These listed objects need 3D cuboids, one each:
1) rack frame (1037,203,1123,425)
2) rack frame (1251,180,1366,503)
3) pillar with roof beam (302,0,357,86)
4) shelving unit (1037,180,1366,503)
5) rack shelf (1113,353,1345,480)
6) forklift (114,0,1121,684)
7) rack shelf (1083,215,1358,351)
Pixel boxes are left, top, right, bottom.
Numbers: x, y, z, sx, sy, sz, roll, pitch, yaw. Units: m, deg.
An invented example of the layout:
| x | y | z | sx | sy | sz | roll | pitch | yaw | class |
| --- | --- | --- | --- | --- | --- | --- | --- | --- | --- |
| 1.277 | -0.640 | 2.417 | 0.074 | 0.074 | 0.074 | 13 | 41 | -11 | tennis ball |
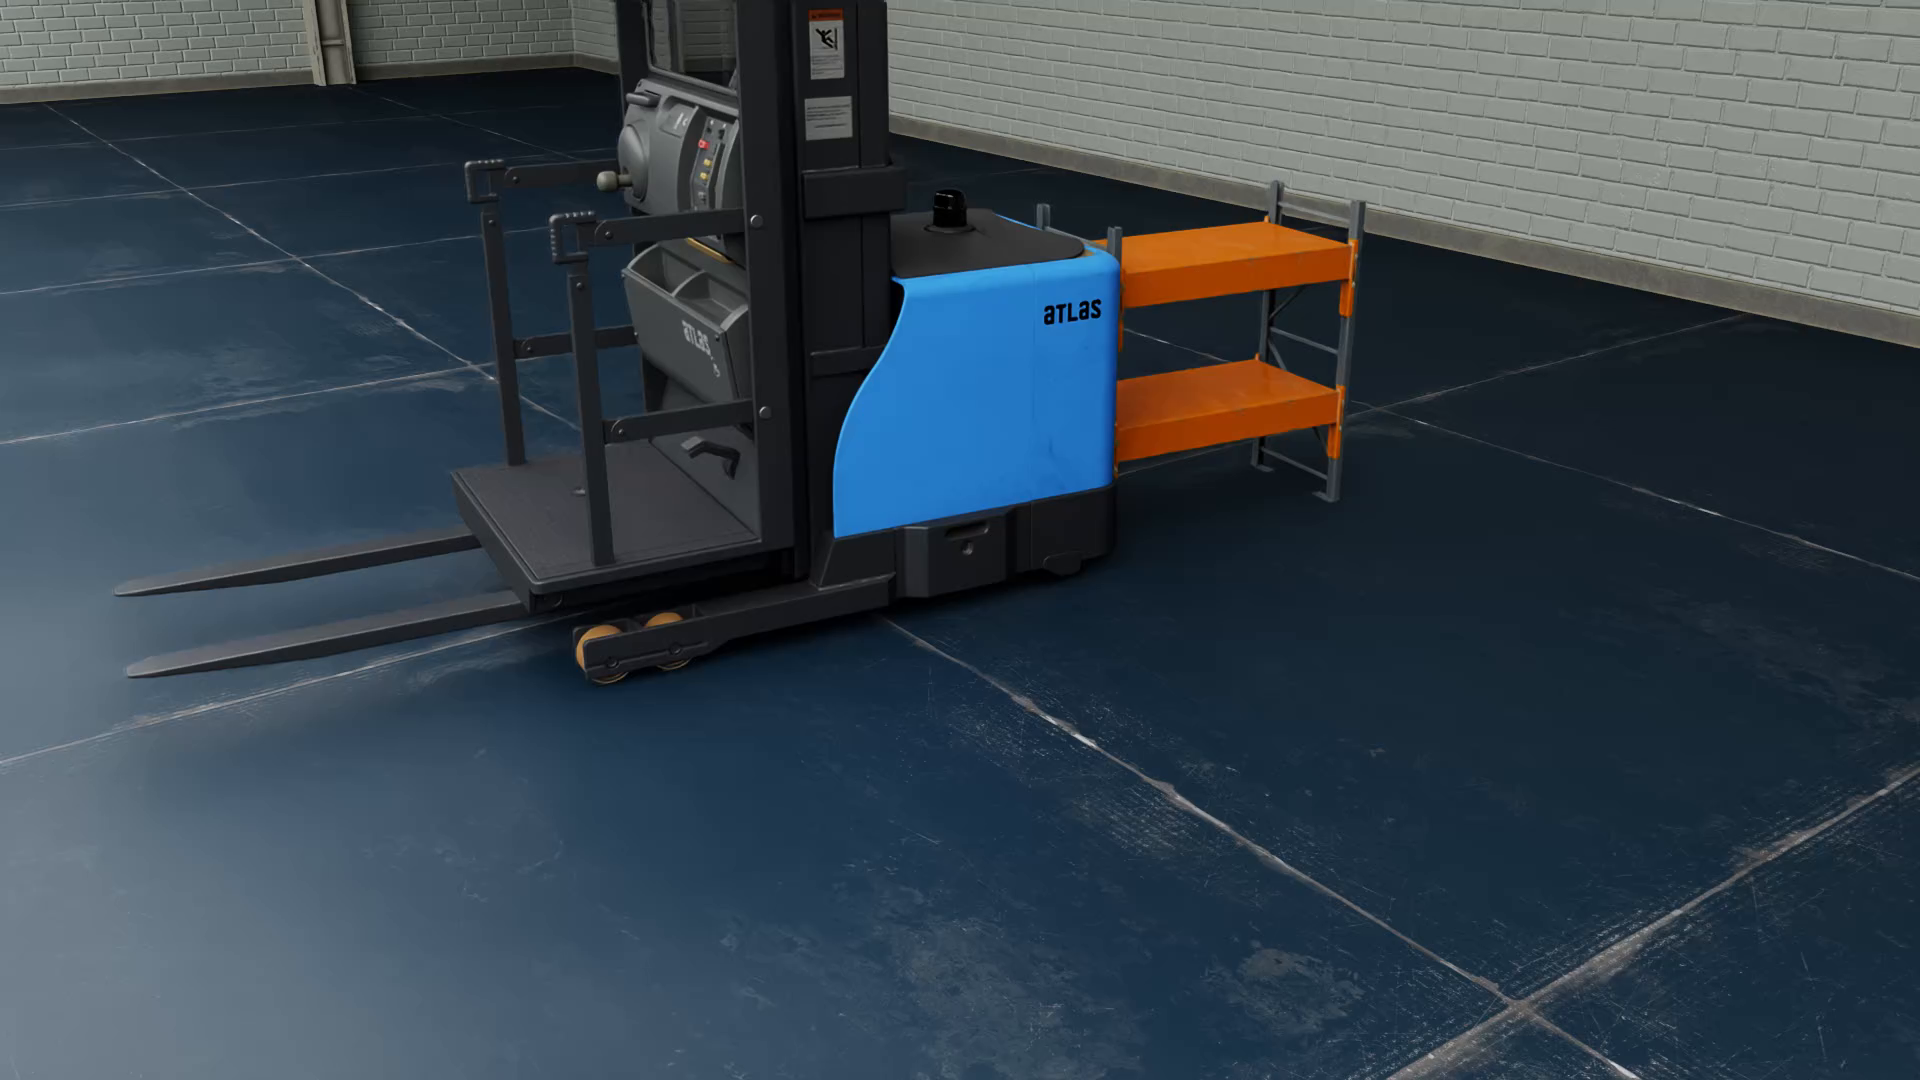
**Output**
| x | y | z | sx | sy | sz | roll | pitch | yaw | class |
| --- | --- | --- | --- | --- | --- | --- | --- | --- | --- |
| 0.398 | -0.569 | 5.805 | 0.032 | 1.125 | 0.500 | -11 | 24 | -26 | rack frame |
| 1.296 | -0.746 | 6.249 | 0.032 | 1.125 | 0.500 | -11 | 24 | -26 | rack frame |
| -4.587 | -8.073 | 13.987 | 0.400 | 9.000 | 9.100 | -15 | 26 | -33 | pillar with roof beam |
| 0.847 | -0.658 | 6.027 | 1.048 | 1.125 | 0.538 | -11 | 24 | -26 | shelving unit |
| 0.847 | -0.431 | 6.118 | 1.000 | 0.278 | 0.538 | -11 | 24 | -26 | rack shelf |
| -1.019 | -1.166 | 4.864 | 3.031 | 2.935 | 1.130 | -11 | 24 | -26 | forklift |
| 0.847 | -0.930 | 5.918 | 1.000 | 0.278 | 0.538 | -11 | 24 | -26 | rack shelf |
